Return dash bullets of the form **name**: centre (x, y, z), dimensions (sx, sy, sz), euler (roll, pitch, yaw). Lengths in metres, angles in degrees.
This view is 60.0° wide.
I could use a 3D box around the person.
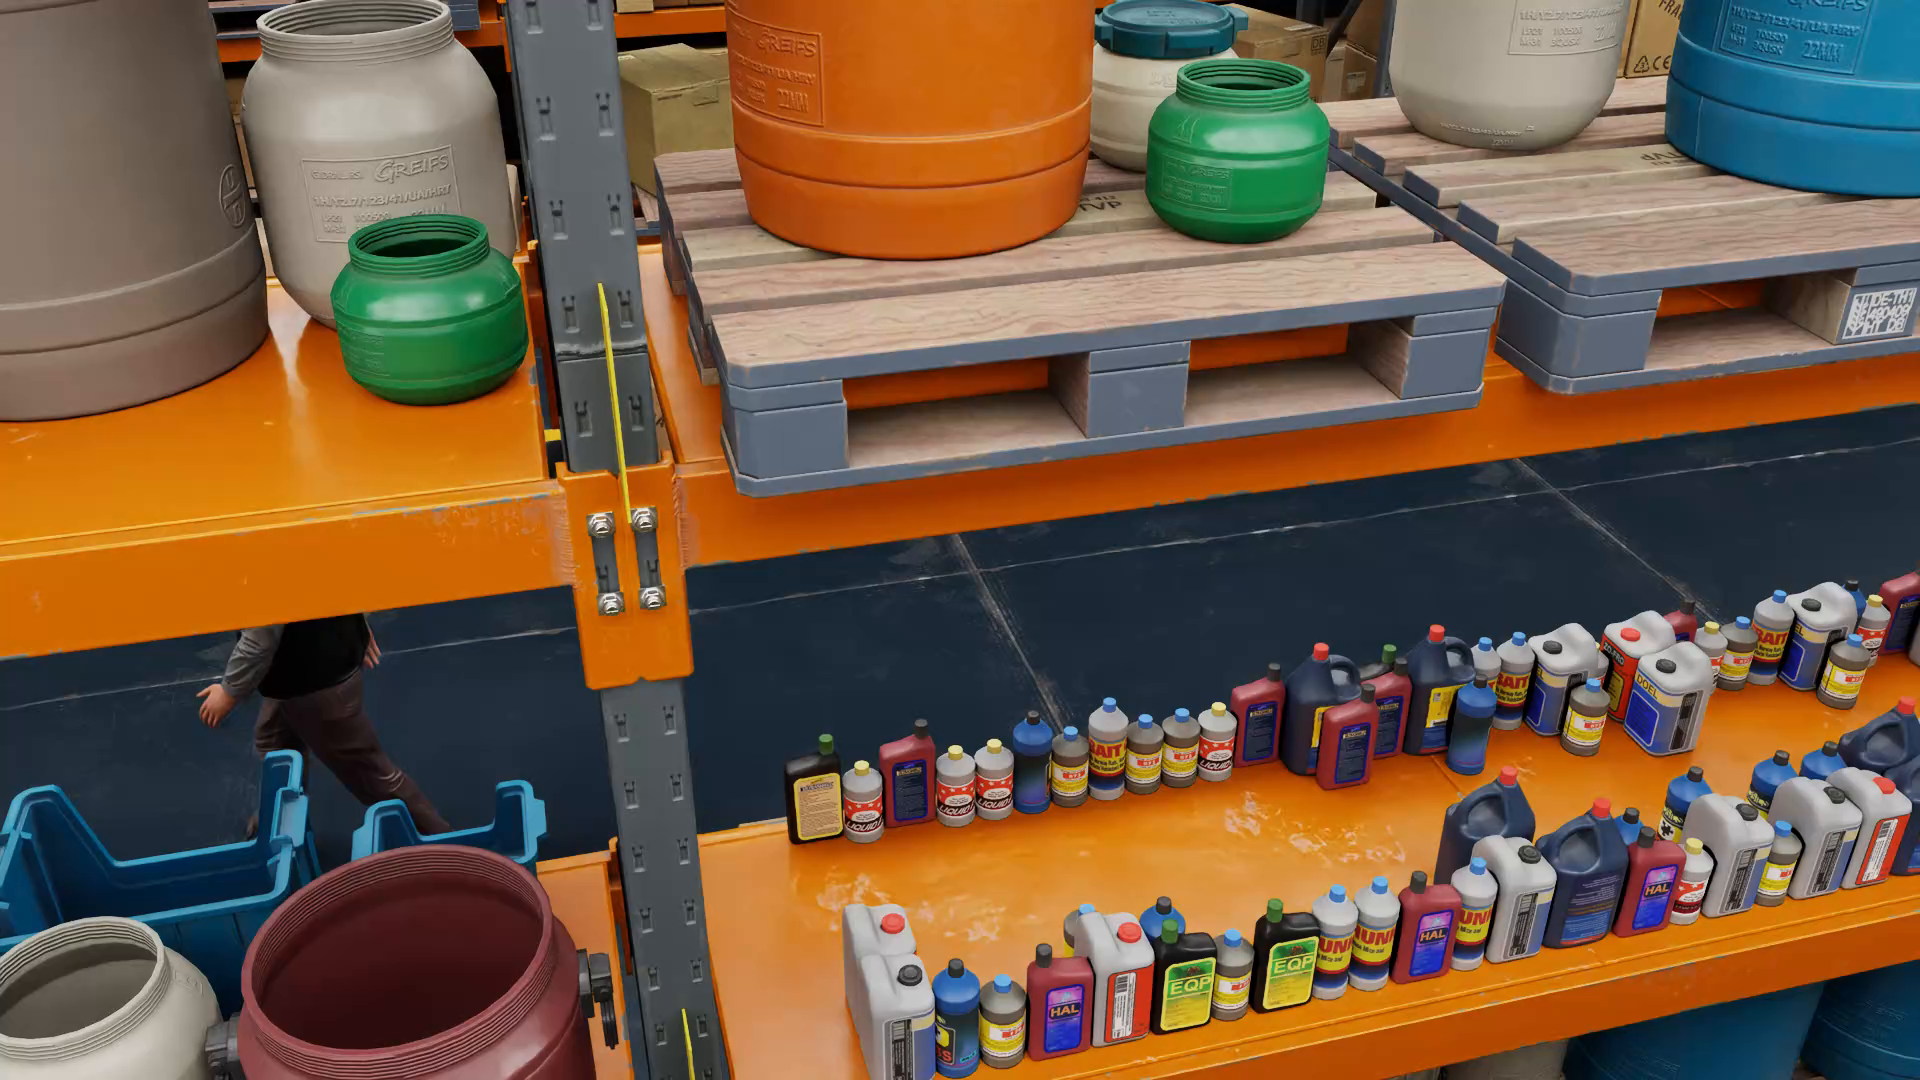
- **person**: centre (-2.182, 0.437, 5.405), dimensions (0.863, 1.730, 0.566), euler (-4, 30, -7)
